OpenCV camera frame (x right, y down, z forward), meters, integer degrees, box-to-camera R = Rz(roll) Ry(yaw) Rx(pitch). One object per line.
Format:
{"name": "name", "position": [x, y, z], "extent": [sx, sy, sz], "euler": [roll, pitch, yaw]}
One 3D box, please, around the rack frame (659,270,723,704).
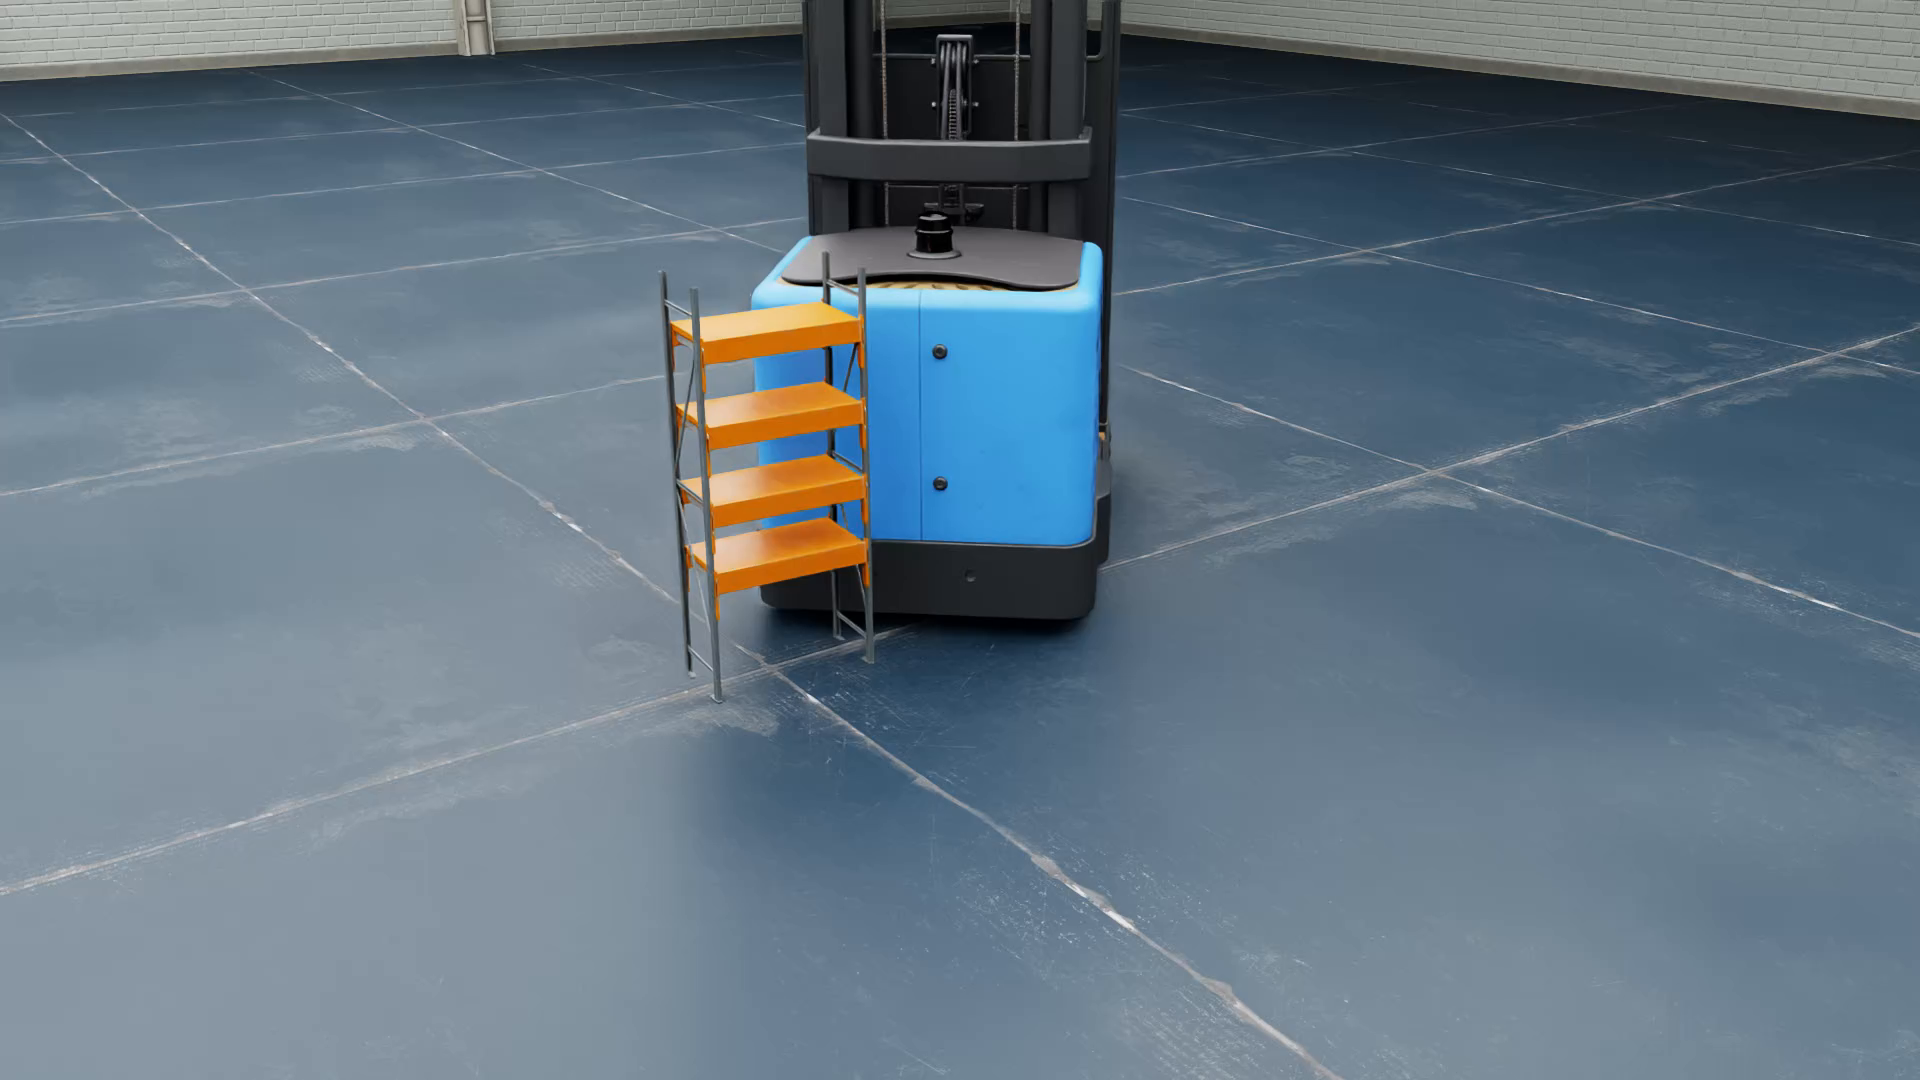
{"name": "rack frame", "position": [-0.743, -0.130, 4.603], "extent": [0.015, 1.200, 0.240], "euler": [-12, 25, -28]}

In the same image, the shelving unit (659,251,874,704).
{"name": "shelving unit", "position": [-0.534, -0.176, 4.719], "extent": [0.503, 1.200, 0.258], "euler": [-12, 25, -28]}

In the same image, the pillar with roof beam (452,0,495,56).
{"name": "pillar with roof beam", "position": [-3.881, -9.314, 17.096], "extent": [0.400, 9.000, 9.100], "euler": [-15, 26, -33]}

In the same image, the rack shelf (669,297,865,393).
{"name": "rack shelf", "position": [-0.534, -0.541, 4.573], "extent": [0.480, 0.148, 0.258], "euler": [-12, 25, -28]}

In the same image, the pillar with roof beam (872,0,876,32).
{"name": "pillar with roof beam", "position": [0.989, -10.613, 20.351], "extent": [0.400, 9.000, 9.100], "euler": [-15, 26, -33]}

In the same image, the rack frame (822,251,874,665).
{"name": "rack frame", "position": [-0.324, -0.222, 4.835], "extent": [0.015, 1.200, 0.240], "euler": [-12, 25, -28]}

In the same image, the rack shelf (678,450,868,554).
{"name": "rack shelf", "position": [-0.534, -0.114, 4.744], "extent": [0.480, 0.148, 0.258], "euler": [-12, 25, -28]}

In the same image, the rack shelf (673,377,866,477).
{"name": "rack shelf", "position": [-0.534, -0.321, 4.661], "extent": [0.480, 0.148, 0.258], "euler": [-12, 25, -28]}

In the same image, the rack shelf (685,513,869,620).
{"name": "rack shelf", "position": [-0.534, 0.071, 4.817], "extent": [0.480, 0.148, 0.258], "euler": [-12, 25, -28]}

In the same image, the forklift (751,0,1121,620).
{"name": "forklift", "position": [0.028, -1.623, 6.009], "extent": [1.130, 2.935, 3.031], "euler": [2, 22, 5]}
